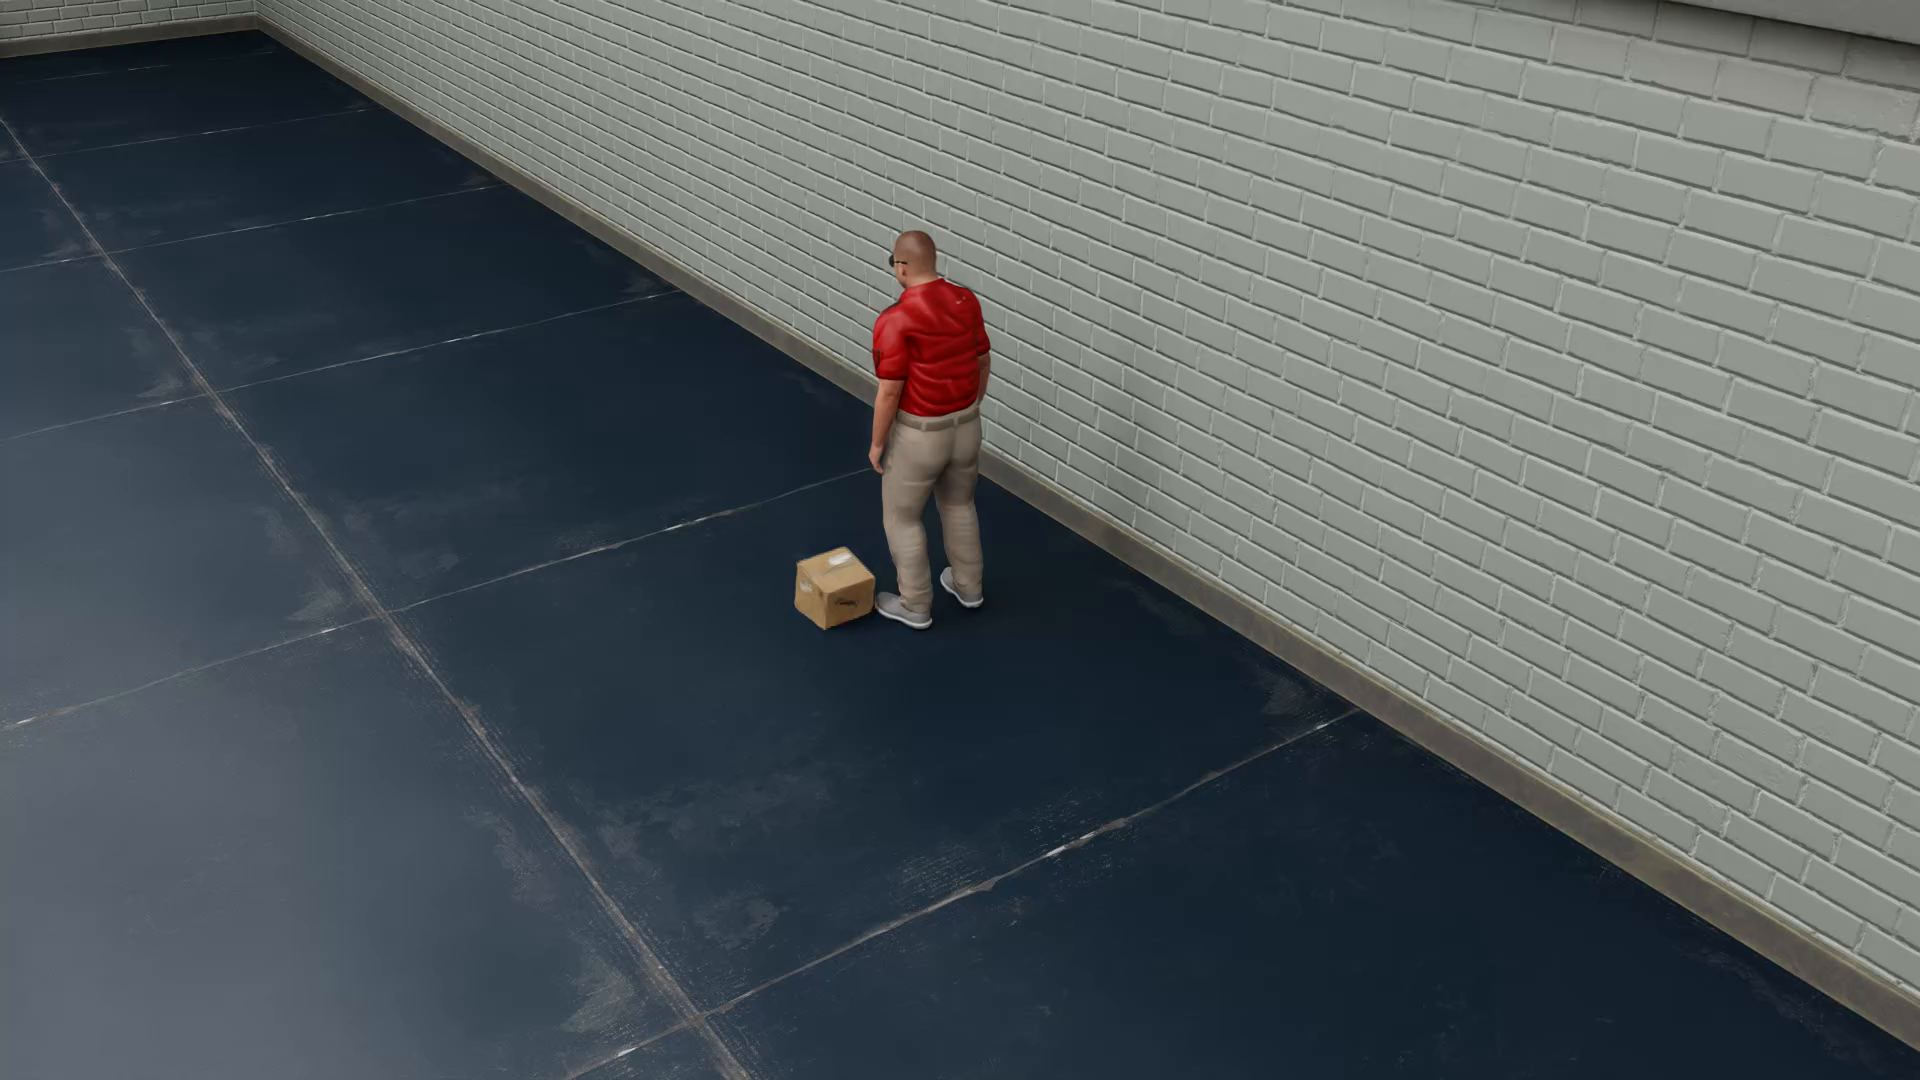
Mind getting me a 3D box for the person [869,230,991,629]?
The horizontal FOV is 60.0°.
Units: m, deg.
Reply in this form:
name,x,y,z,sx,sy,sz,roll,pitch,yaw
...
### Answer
name,x,y,z,sx,sy,sz,roll,pitch,yaw
person,-0.131,-0.450,6.970,0.576,1.727,0.390,-20,34,-32
